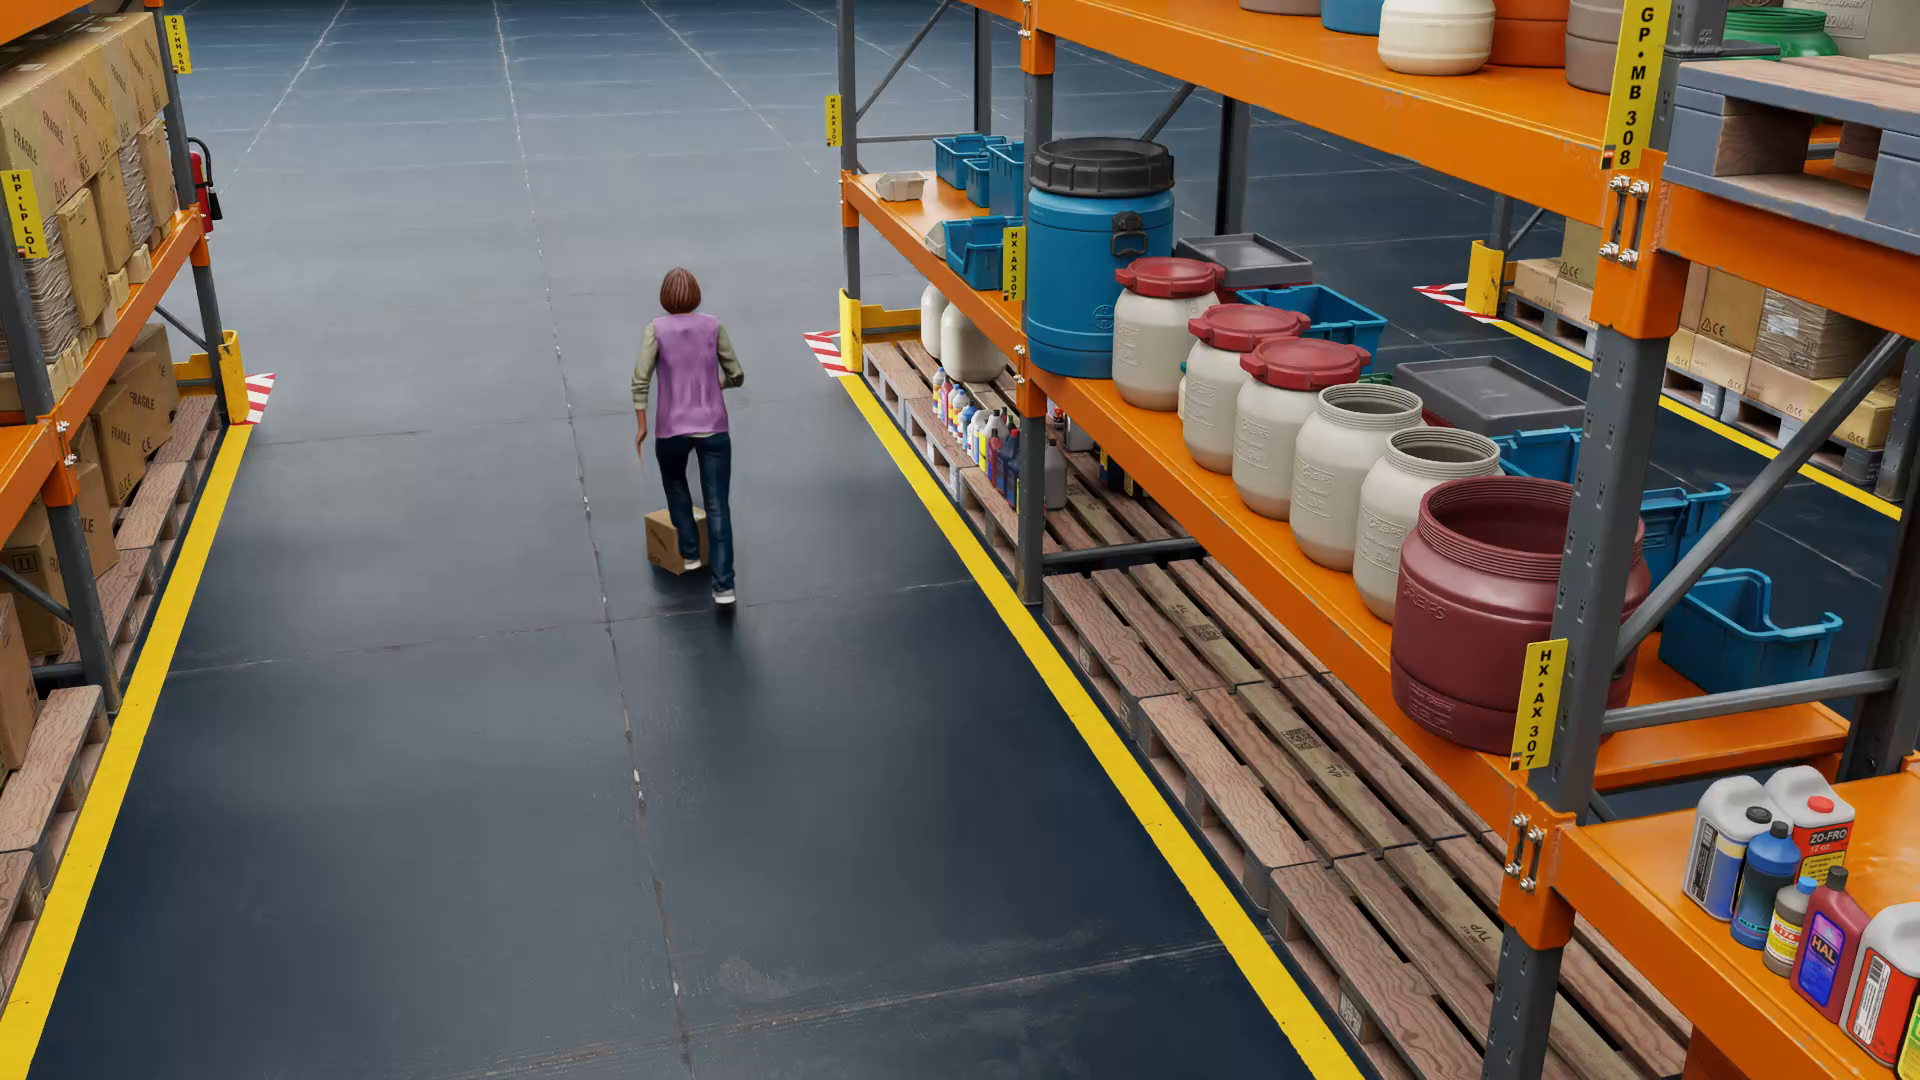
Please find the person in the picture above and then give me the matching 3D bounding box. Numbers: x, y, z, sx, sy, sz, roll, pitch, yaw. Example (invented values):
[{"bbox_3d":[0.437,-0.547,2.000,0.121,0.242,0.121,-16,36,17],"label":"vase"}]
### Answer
[{"bbox_3d":[-1.265,-0.496,7.837,0.529,1.514,0.858,-3,24,-8],"label":"person"}]
